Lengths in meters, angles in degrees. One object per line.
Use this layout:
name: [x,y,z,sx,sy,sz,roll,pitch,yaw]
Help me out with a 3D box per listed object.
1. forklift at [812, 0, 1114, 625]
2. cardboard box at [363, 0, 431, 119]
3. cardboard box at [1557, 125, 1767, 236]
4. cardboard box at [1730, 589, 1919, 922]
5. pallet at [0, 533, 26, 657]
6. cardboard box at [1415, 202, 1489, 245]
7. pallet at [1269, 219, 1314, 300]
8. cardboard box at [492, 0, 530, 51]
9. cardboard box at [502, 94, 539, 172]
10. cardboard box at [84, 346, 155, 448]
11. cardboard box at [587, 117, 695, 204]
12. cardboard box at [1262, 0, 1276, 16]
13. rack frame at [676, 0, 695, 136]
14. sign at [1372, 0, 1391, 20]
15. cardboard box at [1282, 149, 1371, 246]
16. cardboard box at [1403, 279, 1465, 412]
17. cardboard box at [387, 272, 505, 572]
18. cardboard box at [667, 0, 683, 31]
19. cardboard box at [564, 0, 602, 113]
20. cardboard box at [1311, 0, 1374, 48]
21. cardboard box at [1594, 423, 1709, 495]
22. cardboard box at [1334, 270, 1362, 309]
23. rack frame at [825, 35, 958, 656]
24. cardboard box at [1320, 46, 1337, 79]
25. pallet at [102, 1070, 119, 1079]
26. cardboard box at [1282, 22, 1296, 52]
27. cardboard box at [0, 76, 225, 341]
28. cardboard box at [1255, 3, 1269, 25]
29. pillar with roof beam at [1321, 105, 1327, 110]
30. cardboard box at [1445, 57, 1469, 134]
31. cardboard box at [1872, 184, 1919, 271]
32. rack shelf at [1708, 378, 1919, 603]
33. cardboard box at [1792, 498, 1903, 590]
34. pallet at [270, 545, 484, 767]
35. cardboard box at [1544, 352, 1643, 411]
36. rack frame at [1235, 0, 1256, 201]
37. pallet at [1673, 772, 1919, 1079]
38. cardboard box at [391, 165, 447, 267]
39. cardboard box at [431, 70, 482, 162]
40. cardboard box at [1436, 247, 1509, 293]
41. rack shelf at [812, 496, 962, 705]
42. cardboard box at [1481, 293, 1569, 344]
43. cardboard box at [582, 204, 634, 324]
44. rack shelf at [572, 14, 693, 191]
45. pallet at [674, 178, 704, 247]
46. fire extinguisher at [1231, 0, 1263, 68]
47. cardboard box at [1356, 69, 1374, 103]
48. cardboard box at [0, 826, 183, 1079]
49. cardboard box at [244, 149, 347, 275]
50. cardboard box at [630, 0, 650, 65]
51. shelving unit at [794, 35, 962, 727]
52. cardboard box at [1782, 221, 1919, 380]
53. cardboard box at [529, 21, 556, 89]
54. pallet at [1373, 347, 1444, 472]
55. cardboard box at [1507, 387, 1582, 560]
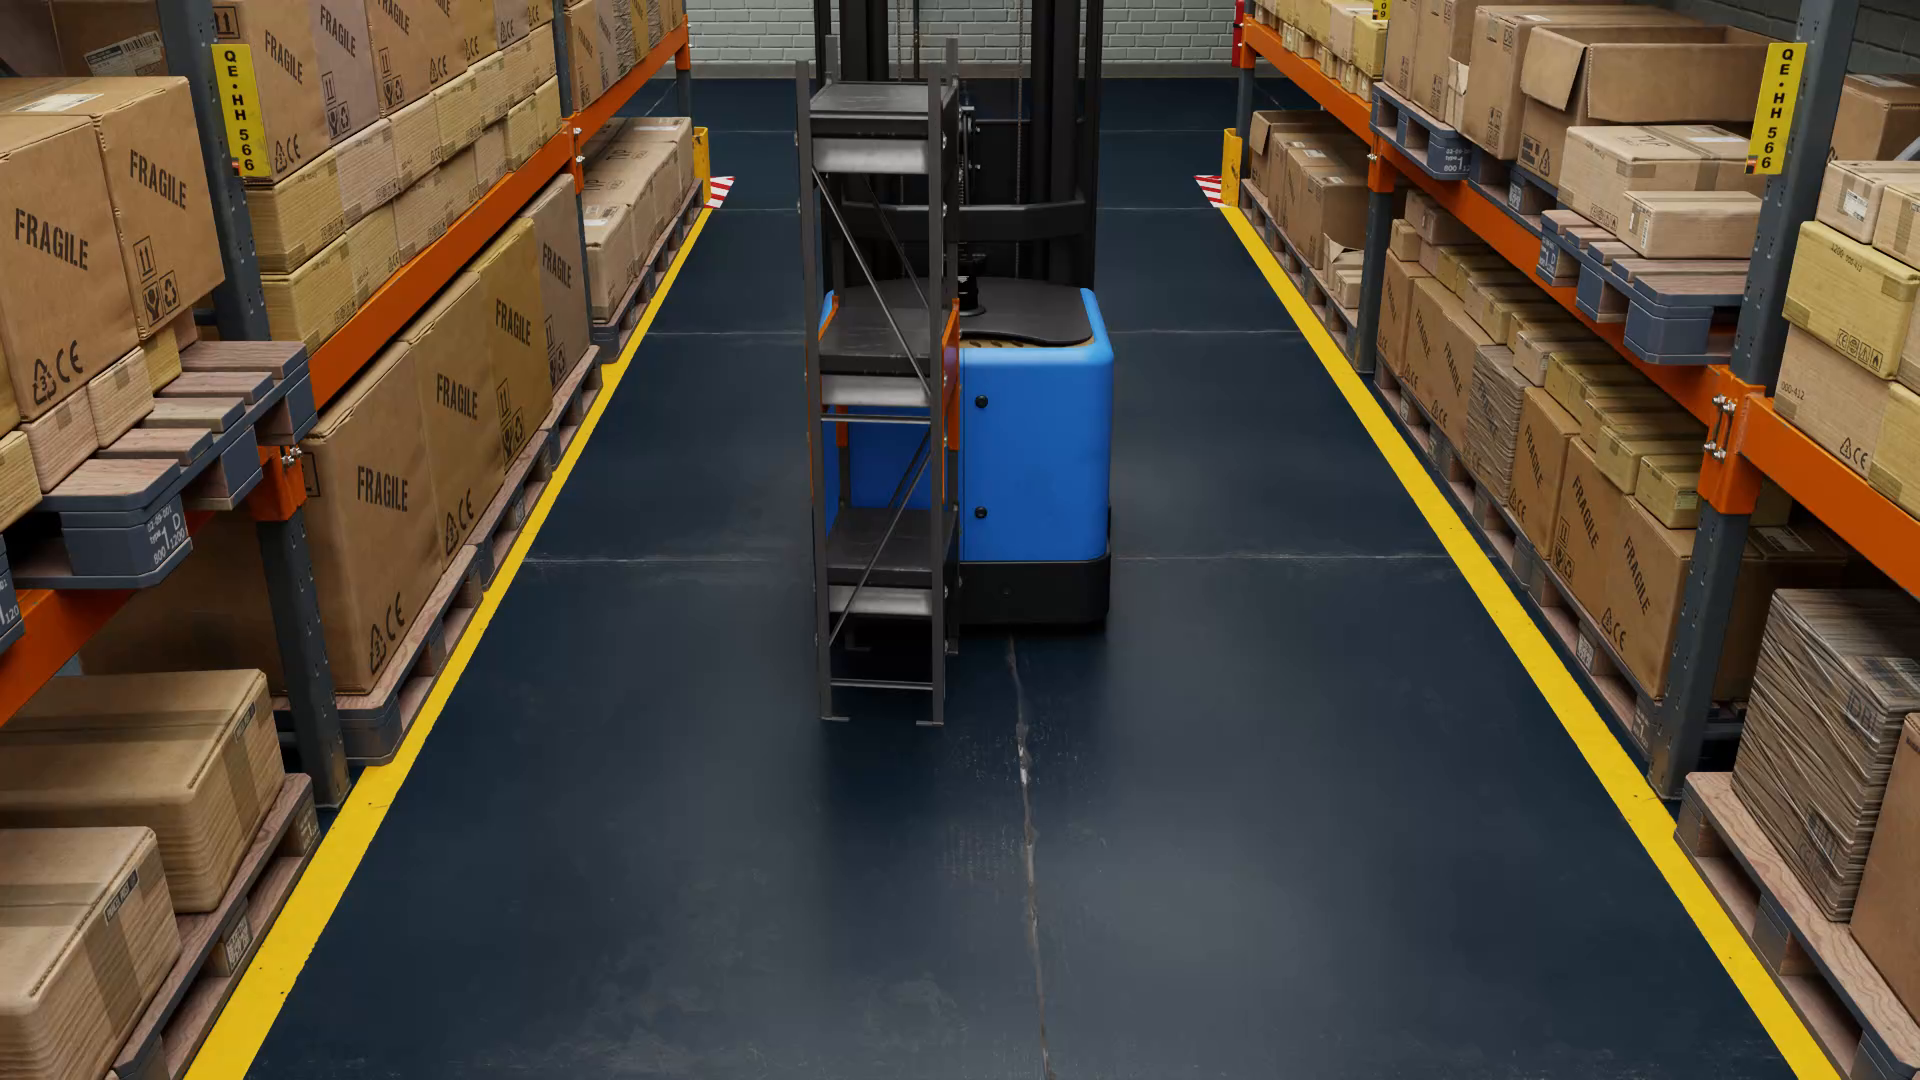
forklift: [-0.010,-1.595,6.720,1.130,2.935,3.031,0,24,-1]
cardboard box: [-2.120,-1.703,5.542,0.500,0.500,0.500,0,24,1]
cardboard box: [2.275,-1.160,5.348,0.500,0.250,0.500,-1,24,-3]
cardboard box: [2.603,0.544,4.280,0.875,0.625,0.625,1,24,1]
pallet: [-2.291,0.323,2.629,1.003,0.211,1.213,0,24,-1]
cardboard box: [2.355,-1.480,7.758,0.380,0.149,0.250,-1,24,-3]
pallet: [2.543,-1.769,10.405,1.003,0.211,1.213,0,24,-1]
cardboard box: [-2.128,-2.334,6.935,0.500,0.500,0.500,0,24,0]
cardboard box: [-2.136,-1.767,7.198,0.500,0.250,0.500,-1,24,-1]
cardboard box: [-1.992,-0.309,3.589,0.380,0.149,0.250,0,24,-1]
cardboard box: [-2.334,-2.629,11.523,0.875,0.438,0.875,-1,24,-2]
cardboard box: [2.264,-3.572,10.829,0.500,0.250,0.500,0,24,0]
rack frame: [-2.441,-3.877,11.682,1.000,3.000,0.127,0,24,-1]
sign: [2.024,-2.641,7.899,0.100,0.325,0.005,0,24,-1]
cardboard box: [2.311,-2.130,10.343,0.500,0.500,0.500,0,24,0]
cardboard box: [2.362,-0.885,7.591,0.500,0.500,0.500,-1,24,-1]
cardboard box: [-2.284,-0.456,6.187,0.875,0.875,0.875,0,24,0]
cardboard box: [-2.171,-3.725,11.224,0.500,0.500,0.500,0,24,0]
cardboard box: [-2.140,-2.469,8.447,0.500,0.500,0.500,1,24,1]
cardboard box: [2.304,-2.940,9.432,0.500,0.250,0.500,0,24,-1]
cardboard box: [2.317,-0.267,5.437,0.380,0.149,0.250,-1,24,-3]
cardboard box: [2.266,-1.373,9.096,0.380,0.149,0.250,-1,24,-2]
rack frame: [-0.207,-0.559,5.438,0.400,2.100,0.015,2,24,5]
cardboard box: [2.252,-2.696,9.375,0.380,0.149,0.250,-1,24,-1]
pallet: [-2.336,1.514,3.147,1.003,0.211,1.213,0,24,-1]
cardboard box: [2.216,-3.118,10.310,0.380,0.149,0.250,-1,24,-2]
cardboard box: [-2.071,-0.767,3.813,0.500,0.500,0.500,-1,24,-2]
cardboard box: [2.252,-3.650,11.484,0.380,0.149,0.250,0,24,-1]
pillar with roof beam: [-0.910,-7.730,12.921,9.100,9.000,0.400,0,24,-1]
cardboard box: [2.198,-1.808,6.762,0.396,0.266,0.258,1,24,2]
cardboard box: [2.323,-0.703,3.755,0.380,0.149,0.250,0,24,1]
rack shelf: [2.632,0.548,2.772,1.077,0.370,4.000,0,24,-1]
cardboard box: [2.885,0.168,5.261,0.500,0.500,0.500,1,24,1]
pallet: [-2.287,0.365,5.687,1.003,0.211,1.213,0,24,-1]
cardboard box: [2.398,-0.587,6.145,0.380,0.149,0.250,-1,24,-1]
rack frame: [2.523,-3.901,11.735,1.000,3.000,0.127,0,24,-1]
pallet: [2.580,1.006,4.270,1.003,0.211,1.213,0,24,-1]
cardboard box: [-2.130,-1.142,5.818,0.500,0.250,0.500,1,24,1]
cardboard box: [-2.102,-1.577,6.172,0.500,0.250,0.500,0,24,0]
cardboard box: [2.399,-1.232,7.570,0.380,0.149,0.250,-1,24,-3]
rack shelf: [-0.230,0.191,5.510,0.431,0.518,0.480,2,24,5]
cardboard box: [2.381,-0.914,6.867,0.380,0.149,0.250,1,24,1]
cardboard box: [-2.297,-1.512,9.052,0.875,0.438,0.875,-1,24,-1]
rack shelf: [-2.419,-2.725,10.008,1.077,0.370,4.000,0,24,-1]
pallet: [-2.354,-2.277,11.529,1.003,0.211,1.213,0,24,-1]
fire extinguisher: [2.059,-3.754,11.957,0.296,0.674,0.183,0,24,-1]
cardboard box: [2.286,-2.375,8.667,0.380,0.149,0.250,0,24,1]
cardboard box: [-2.341,0.963,3.661,0.950,0.372,0.625,-1,24,-2]
cardboard box: [-2.112,-0.950,4.785,0.500,0.250,0.500,0,24,-1]
cardboard box: [-2.146,-3.093,9.828,0.500,0.500,0.500,0,24,1]
shelving unit: [-0.230,-0.459,5.216,0.431,2.100,0.503,2,24,5]
cardboard box: [2.345,-0.580,3.967,0.500,0.250,0.500,0,24,-1]
cardboard box: [-2.149,-2.207,7.566,0.500,0.250,0.500,0,24,-1]
pallet: [2.613,-0.647,7.924,1.003,0.211,1.213,0,24,-1]
cardboard box: [2.387,-0.252,6.190,0.500,0.500,0.500,1,24,2]
